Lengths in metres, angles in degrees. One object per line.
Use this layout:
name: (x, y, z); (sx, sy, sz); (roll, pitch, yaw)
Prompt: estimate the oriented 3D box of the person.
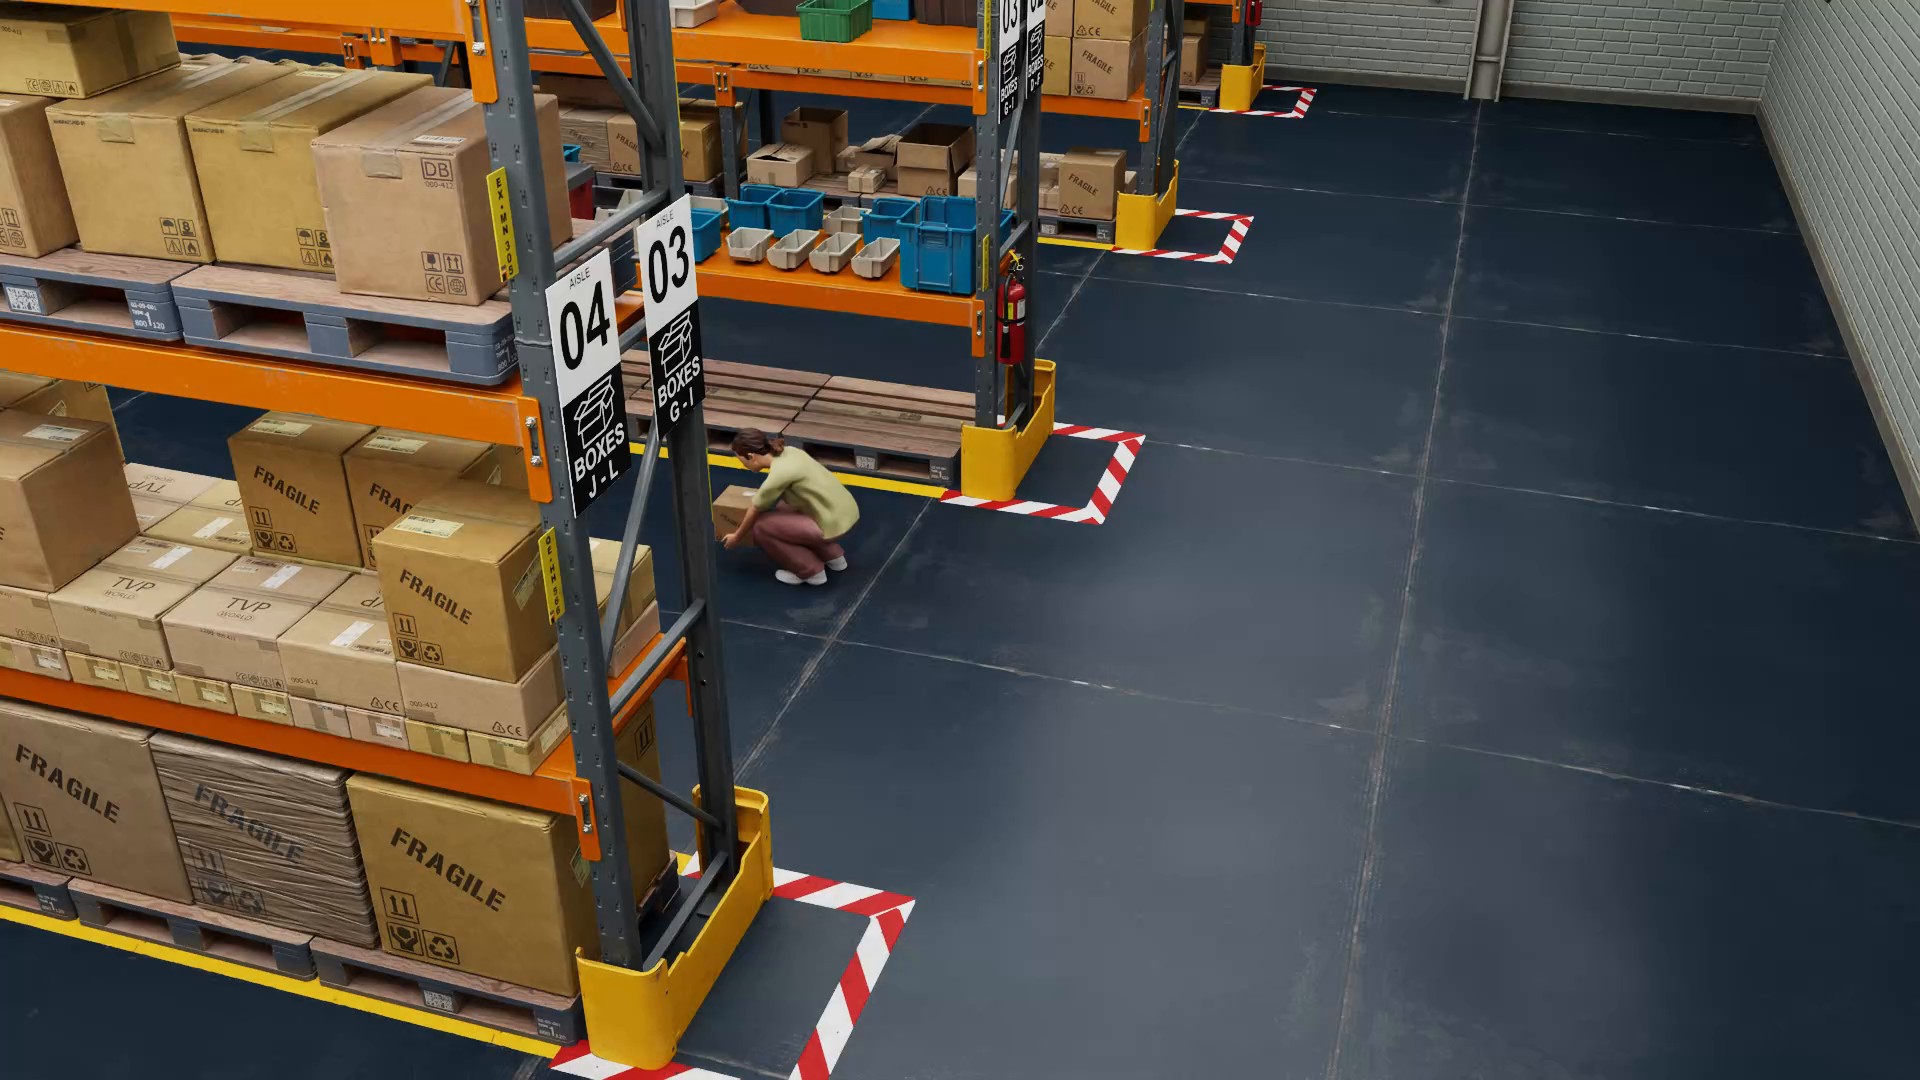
person: (-0.985, -0.218, 9.655); (0.785, 0.936, 0.476); (8, 30, 15)
